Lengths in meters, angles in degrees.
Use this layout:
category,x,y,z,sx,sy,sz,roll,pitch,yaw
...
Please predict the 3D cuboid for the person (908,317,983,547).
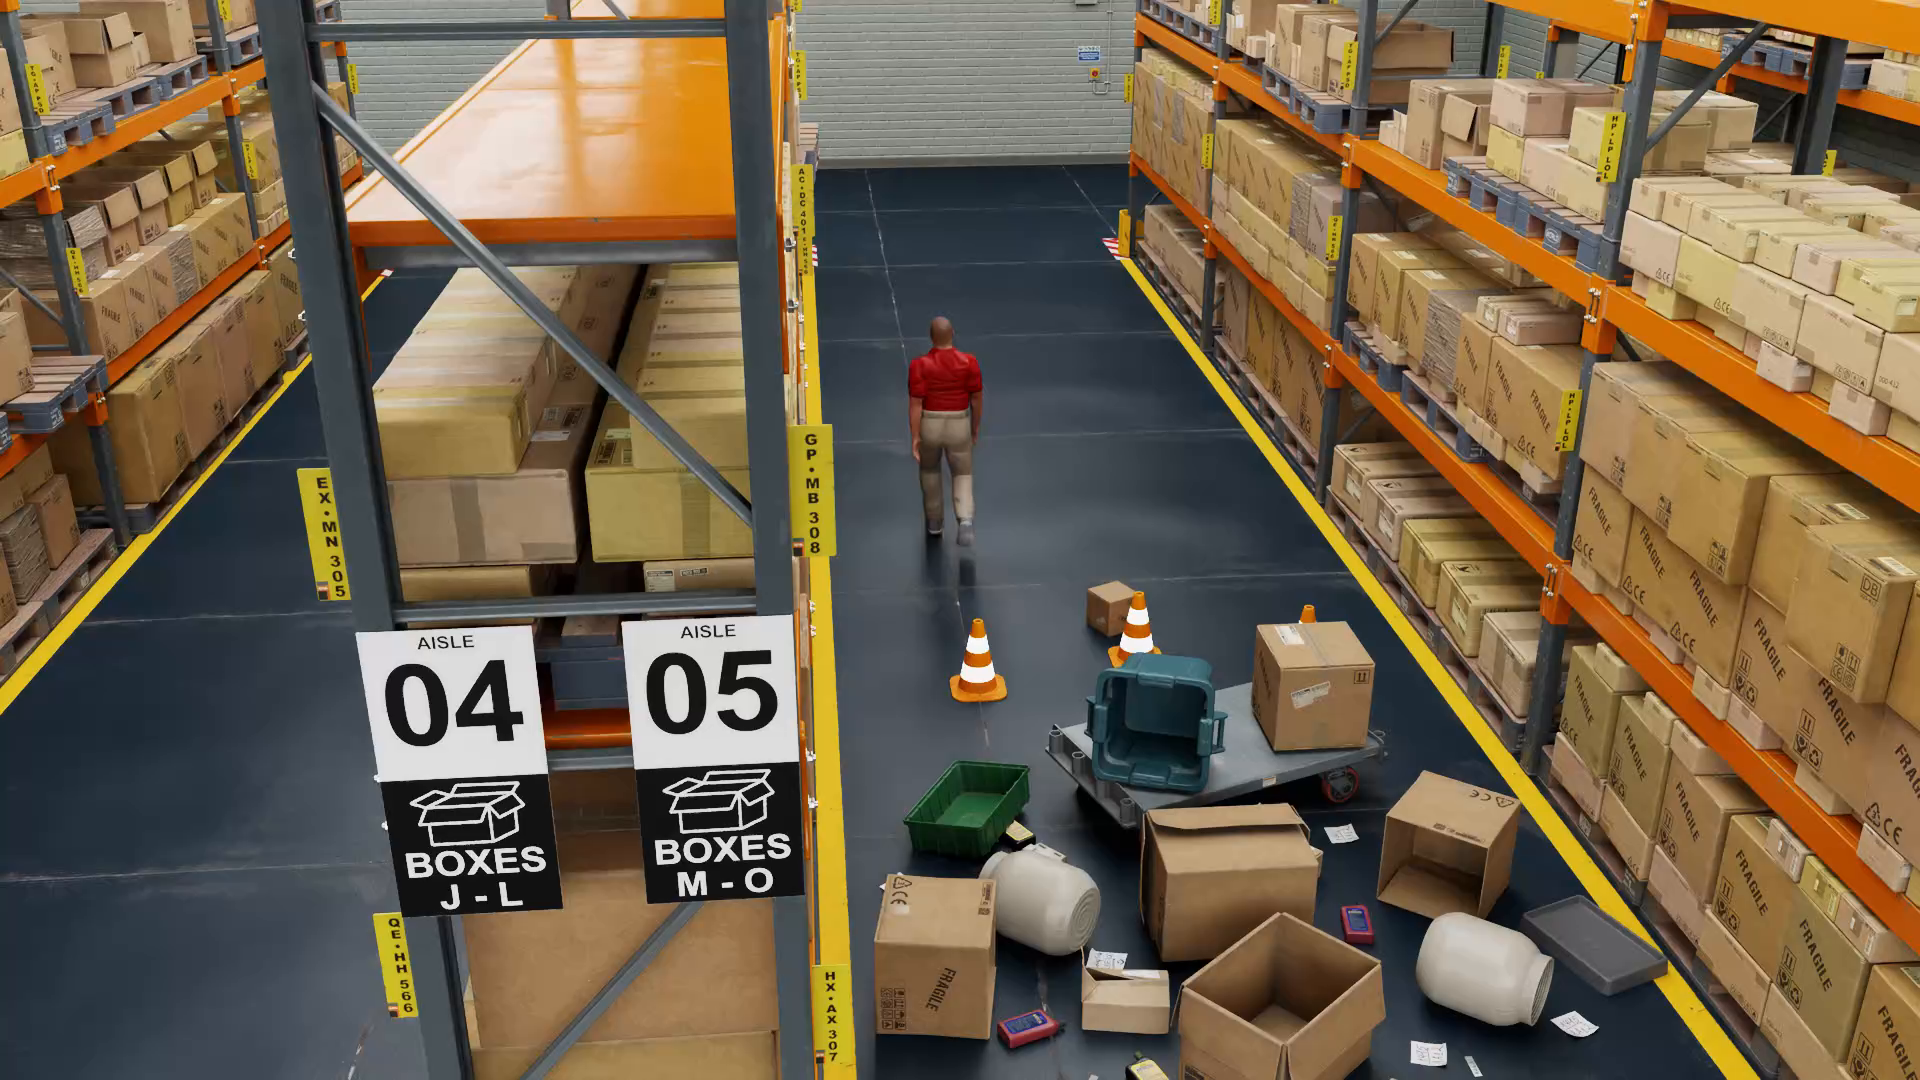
category,x,y,z,sx,sy,sz,roll,pitch,yaw
person,-0.101,-0.779,11.886,0.537,1.684,0.827,-2,24,-5
